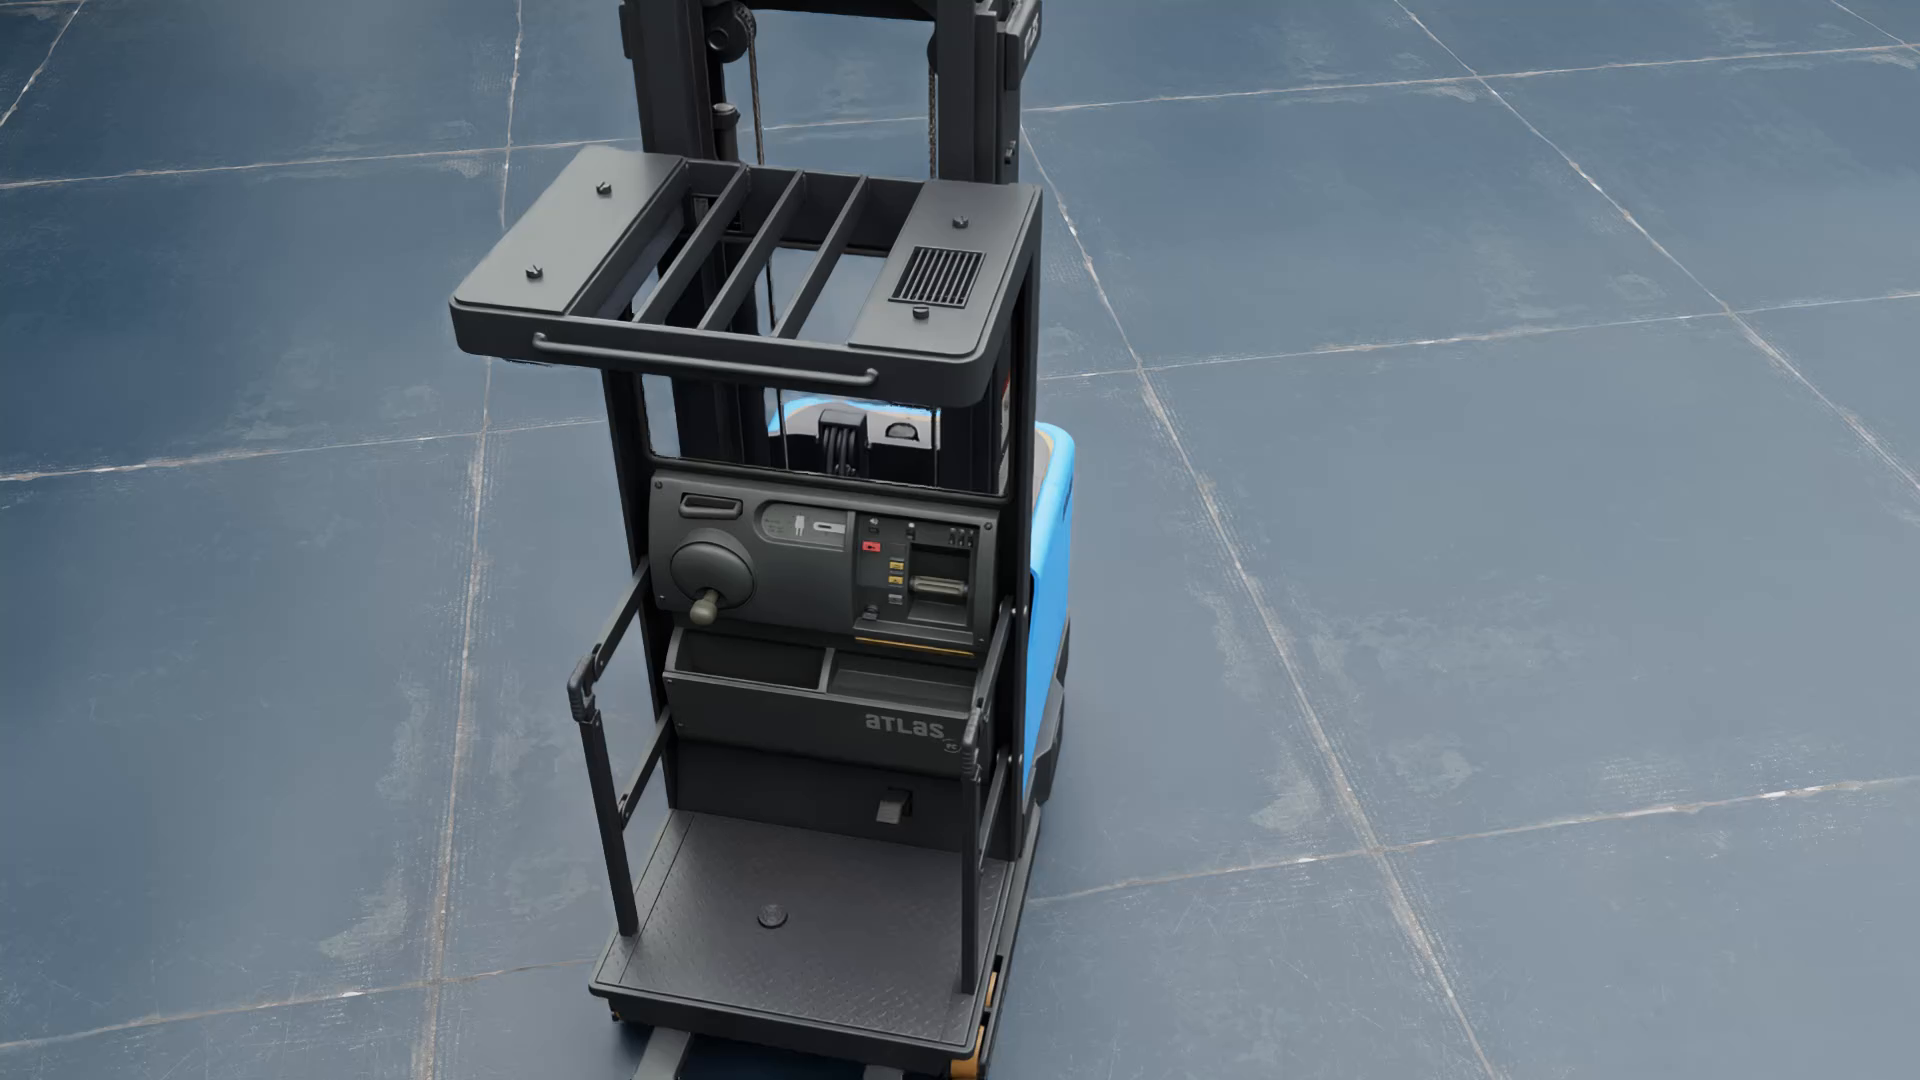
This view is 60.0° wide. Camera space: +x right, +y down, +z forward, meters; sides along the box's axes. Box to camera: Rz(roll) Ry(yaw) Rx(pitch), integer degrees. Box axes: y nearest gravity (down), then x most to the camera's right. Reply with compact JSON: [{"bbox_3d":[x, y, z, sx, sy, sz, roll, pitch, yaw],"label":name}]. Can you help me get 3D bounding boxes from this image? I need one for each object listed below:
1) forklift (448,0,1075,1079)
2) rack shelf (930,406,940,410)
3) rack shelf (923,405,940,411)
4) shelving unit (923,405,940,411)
[{"bbox_3d":[-0.405,0.136,4.186,1.130,2.935,3.031,7,38,9],"label":"forklift"},{"bbox_3d":[-0.001,-0.547,6.335,0.258,0.077,0.200,-6,38,-8],"label":"rack shelf"},{"bbox_3d":[-0.001,-0.476,6.390,0.258,0.077,0.200,-6,38,-8],"label":"rack shelf"},{"bbox_3d":[-0.001,-0.360,6.480,0.258,0.900,0.210,-6,38,-8],"label":"shelving unit"}]
